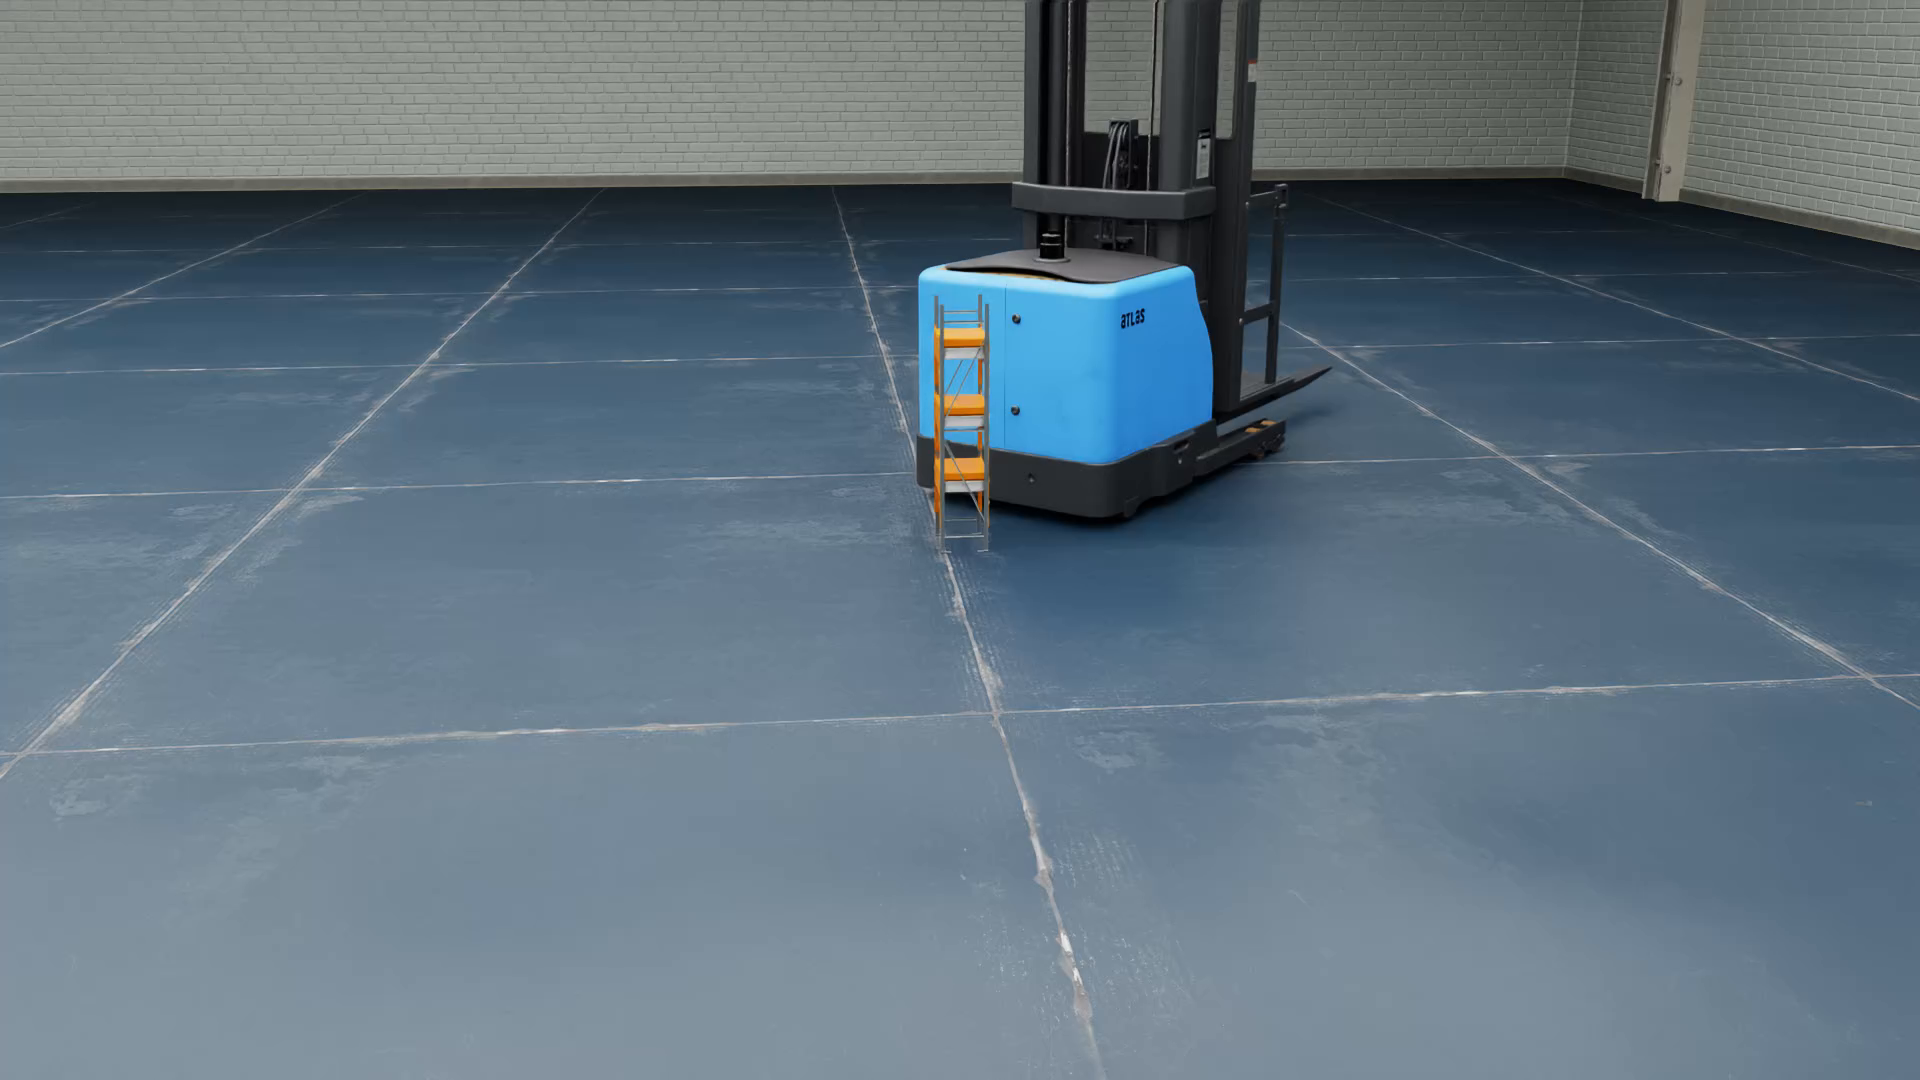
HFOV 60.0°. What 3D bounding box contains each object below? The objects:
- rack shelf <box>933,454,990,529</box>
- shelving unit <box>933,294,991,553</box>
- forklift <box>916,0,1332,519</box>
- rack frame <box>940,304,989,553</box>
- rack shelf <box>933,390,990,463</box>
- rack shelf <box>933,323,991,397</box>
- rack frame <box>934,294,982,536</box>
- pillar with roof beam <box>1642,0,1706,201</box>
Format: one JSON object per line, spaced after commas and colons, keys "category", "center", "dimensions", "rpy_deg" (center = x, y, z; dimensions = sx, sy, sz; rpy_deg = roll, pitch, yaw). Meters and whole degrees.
{"category": "rack shelf", "center": [0.006, -0.210, 7.055], "dimensions": [0.215, 0.259, 0.240], "rpy_deg": [-2, 18, -6]}
{"category": "shelving unit", "center": [0.006, -0.485, 6.969], "dimensions": [0.215, 1.050, 0.252], "rpy_deg": [-2, 18, -6]}
{"category": "forklift", "center": [1.037, -1.877, 8.264], "dimensions": [1.130, 2.935, 3.031], "rpy_deg": [11, 21, 32]}
{"category": "rack frame", "center": [0.018, -0.449, 6.853], "dimensions": [0.200, 1.050, 0.008], "rpy_deg": [-2, 18, -6]}
{"category": "rack shelf", "center": [0.006, -0.475, 6.972], "dimensions": [0.215, 0.259, 0.240], "rpy_deg": [-2, 18, -6]}
{"category": "rack shelf", "center": [0.005, -0.746, 6.887], "dimensions": [0.215, 0.259, 0.240], "rpy_deg": [-2, 18, -6]}
{"category": "rack frame", "center": [-0.007, -0.521, 7.085], "dimensions": [0.200, 1.050, 0.008], "rpy_deg": [-2, 18, -6]}
{"category": "pillar with roof beam", "center": [4.415, -8.383, 18.857], "dimensions": [9.100, 9.000, 0.400], "rpy_deg": [-2, 18, -6]}
